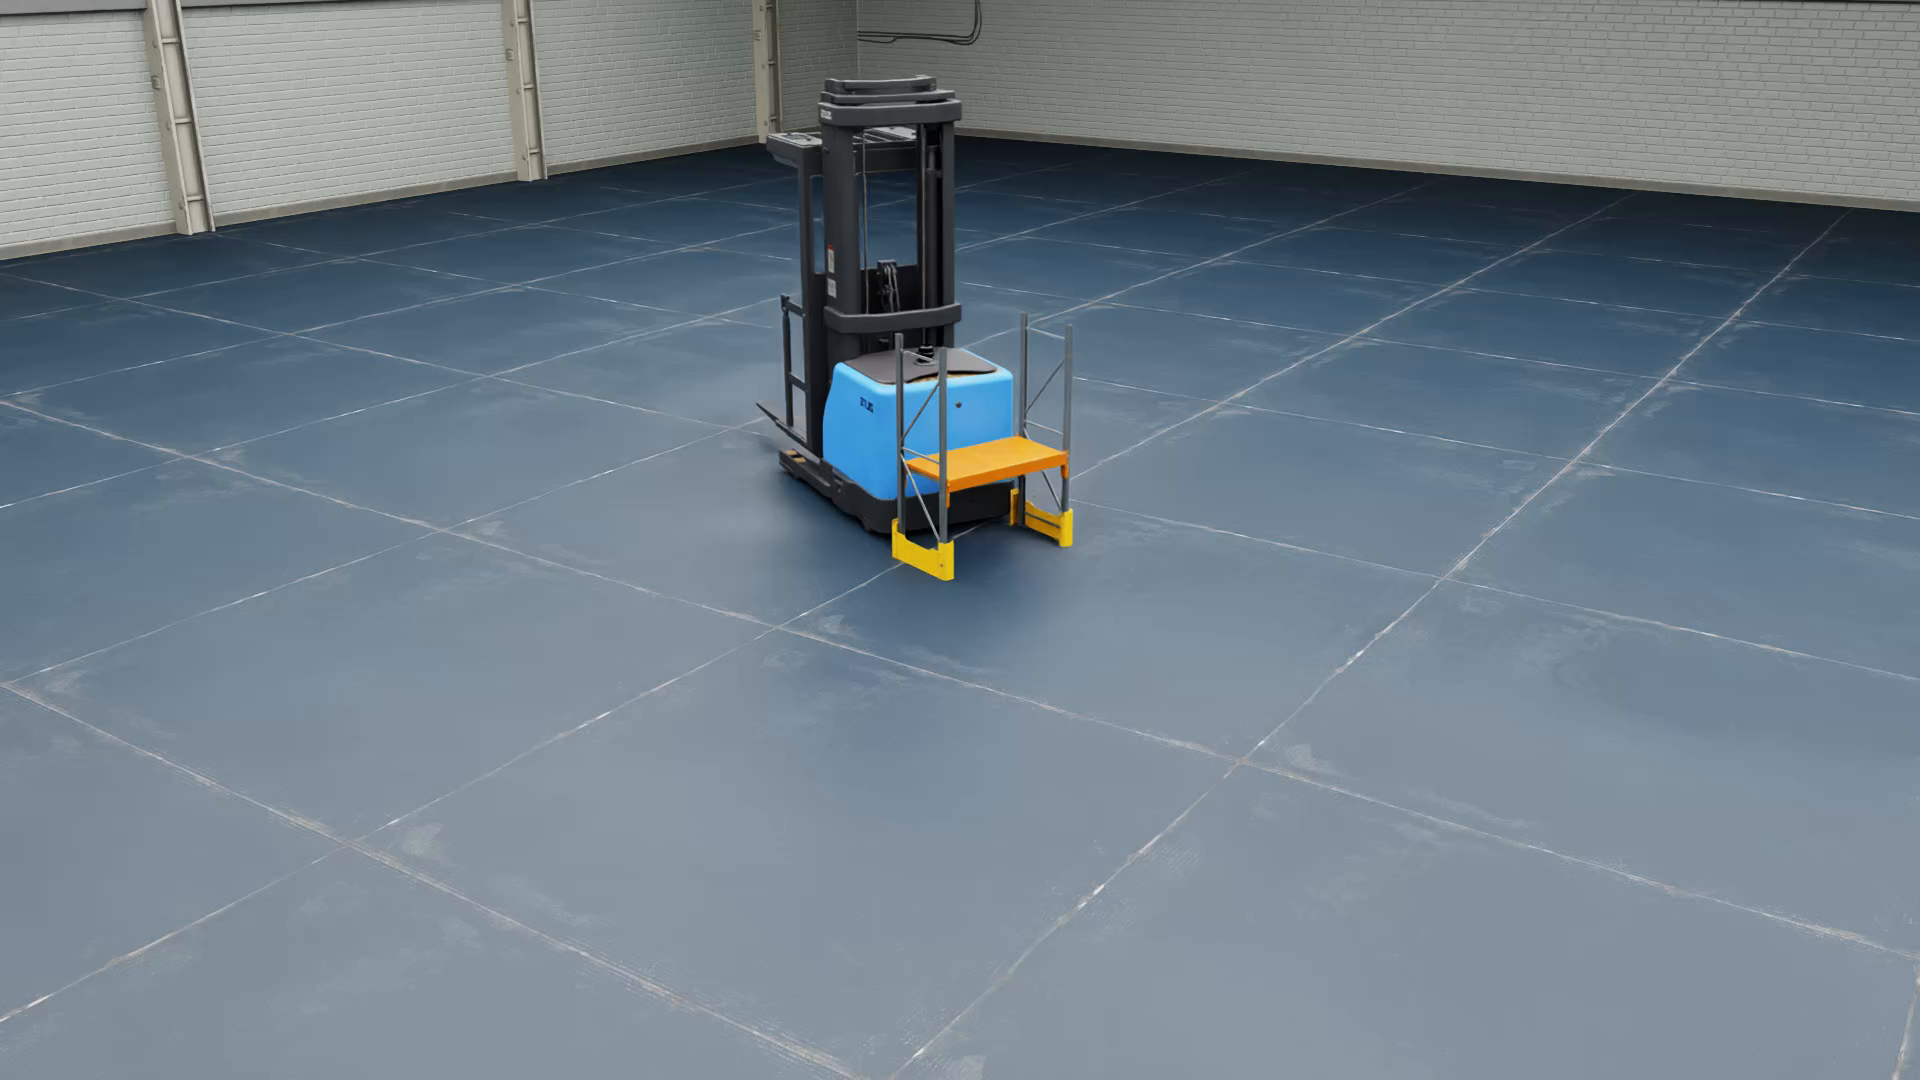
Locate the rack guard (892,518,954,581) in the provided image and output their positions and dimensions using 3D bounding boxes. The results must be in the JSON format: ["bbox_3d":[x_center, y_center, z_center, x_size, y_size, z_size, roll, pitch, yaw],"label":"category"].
[{"bbox_3d":[-0.243,0.058,10.748,0.087,0.250,0.587,-15,25,-35],"label":"rack guard"}]

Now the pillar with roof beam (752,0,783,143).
[{"bbox_3d":[-0.074,-11.012,28.064,9.100,9.000,0.400,13,24,32],"label":"pillar with roof beam"}]

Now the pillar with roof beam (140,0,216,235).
[{"bbox_3d":[-6.819,-7.569,18.756,9.100,9.000,0.400,13,24,32],"label":"pillar with roof beam"}]

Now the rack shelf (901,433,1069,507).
[{"bbox_3d":[0.160,-0.466,10.882,1.000,0.185,0.538,-15,25,-35],"label":"rack shelf"}]

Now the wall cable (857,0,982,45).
[{"bbox_3d":[-0.884,-10.982,32.460,3.097,2.526,0.112,13,24,32],"label":"wall cable"}]

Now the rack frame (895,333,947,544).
[{"bbox_3d":[-0.244,-0.528,10.530,0.032,1.500,0.500,-15,25,-35],"label":"rack frame"}]

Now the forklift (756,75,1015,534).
[{"bbox_3d":[-0.721,-1.889,12.146,1.130,2.935,3.031,-10,22,-24],"label":"forklift"}]

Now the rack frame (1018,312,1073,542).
[{"bbox_3d":[0.565,-0.742,11.108,0.032,1.500,0.500,-15,25,-35],"label":"rack frame"}]

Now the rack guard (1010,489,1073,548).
[{"bbox_3d":[0.550,-0.151,11.314,0.087,0.250,0.587,-15,25,-35],"label":"rack guard"}]

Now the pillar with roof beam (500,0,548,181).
[{"bbox_3d":[-3.446,-9.290,23.410,9.100,9.000,0.400,13,24,32],"label":"pillar with roof beam"}]

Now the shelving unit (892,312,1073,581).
[{"bbox_3d":[0.153,-0.633,10.814,1.083,1.500,0.587,-15,25,-35],"label":"shelving unit"}]
